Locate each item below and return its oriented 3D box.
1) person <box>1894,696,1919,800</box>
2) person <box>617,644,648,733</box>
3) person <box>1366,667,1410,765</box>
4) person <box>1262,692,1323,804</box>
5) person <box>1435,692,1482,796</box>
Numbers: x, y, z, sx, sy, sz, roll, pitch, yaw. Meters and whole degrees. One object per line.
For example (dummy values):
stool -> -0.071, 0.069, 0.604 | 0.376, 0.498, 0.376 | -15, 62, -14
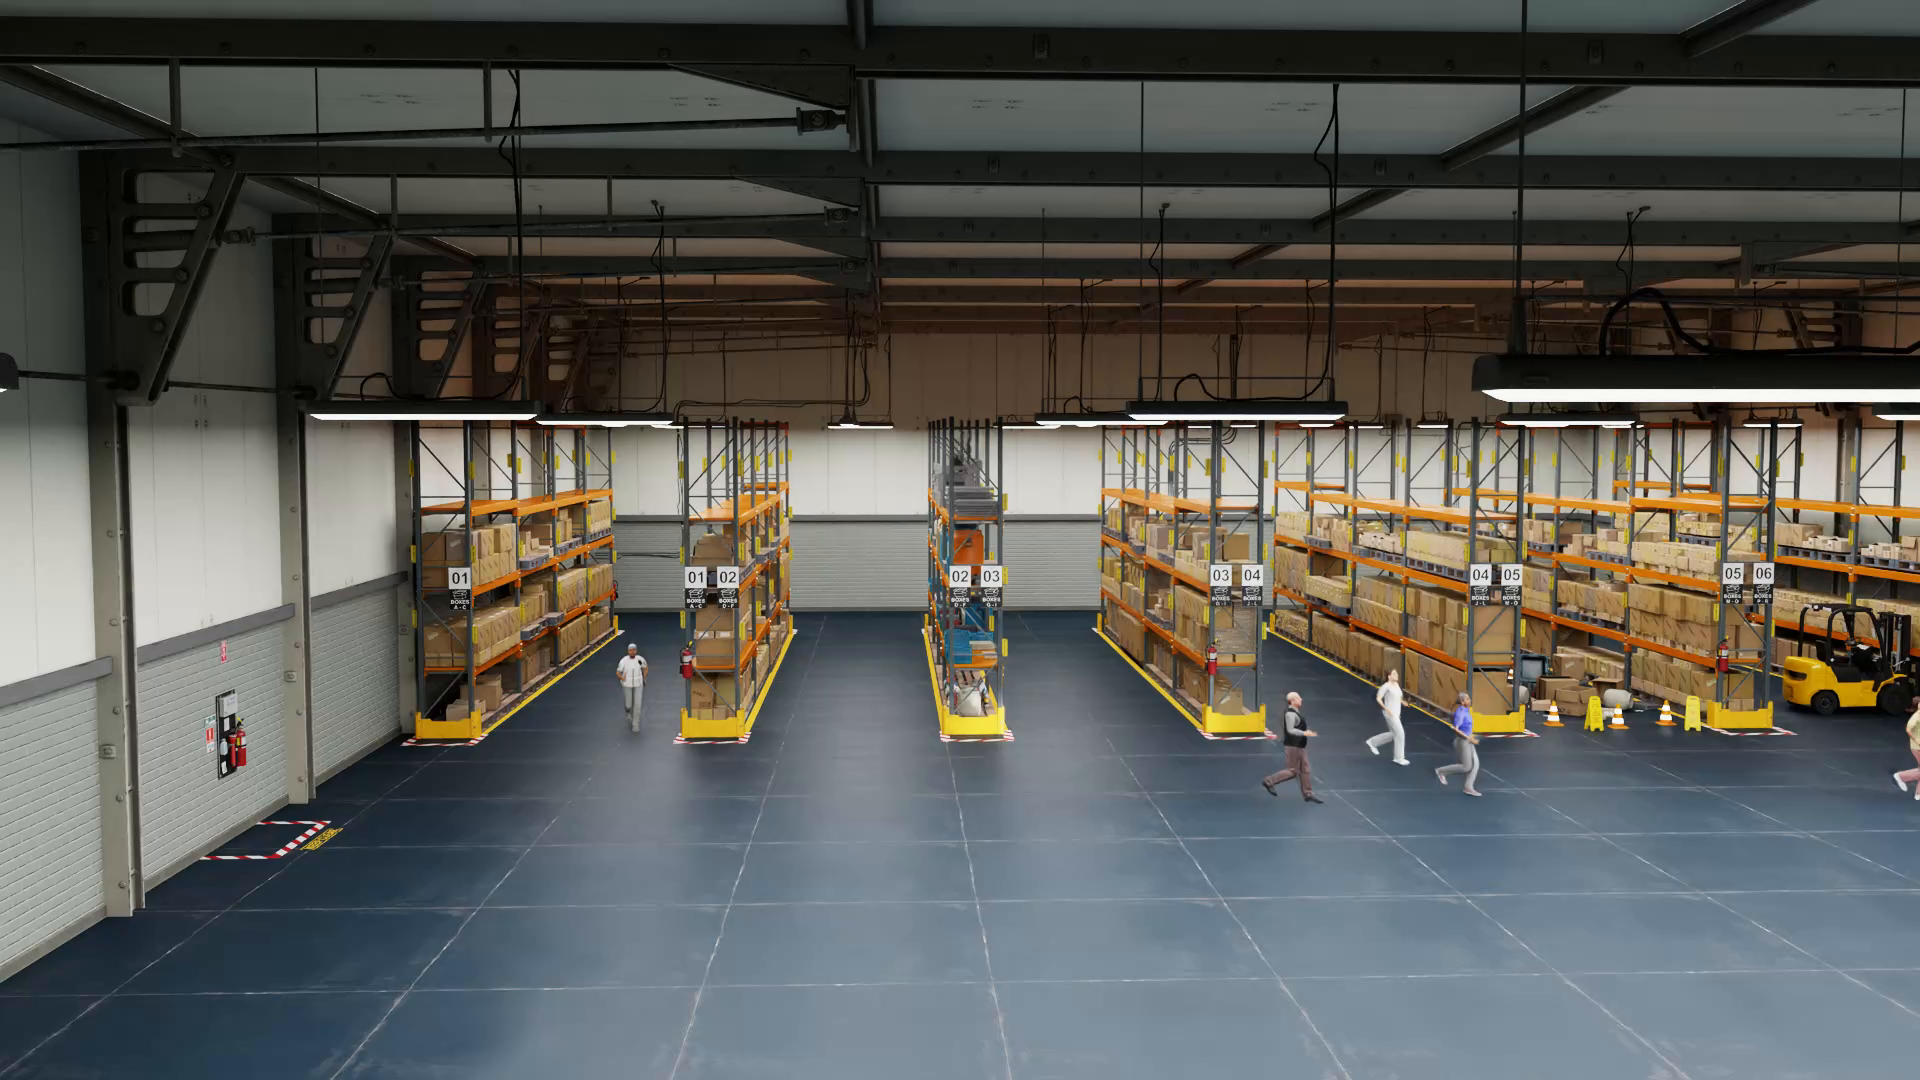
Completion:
person -> 14.859, 3.225, 25.809 | 0.597, 1.624, 0.596 | 3, 5, 35
person -> -6.287, 2.823, 31.969 | 0.607, 1.650, 0.849 | -1, 4, -14
person -> 7.435, 3.026, 28.785 | 0.777, 1.664, 0.563 | 3, 5, 38
person -> 5.123, 3.191, 25.557 | 0.935, 1.718, 0.661 | 1, 4, 17
person -> 7.891, 3.212, 26.253 | 0.711, 1.636, 0.577 | 2, 4, 23
